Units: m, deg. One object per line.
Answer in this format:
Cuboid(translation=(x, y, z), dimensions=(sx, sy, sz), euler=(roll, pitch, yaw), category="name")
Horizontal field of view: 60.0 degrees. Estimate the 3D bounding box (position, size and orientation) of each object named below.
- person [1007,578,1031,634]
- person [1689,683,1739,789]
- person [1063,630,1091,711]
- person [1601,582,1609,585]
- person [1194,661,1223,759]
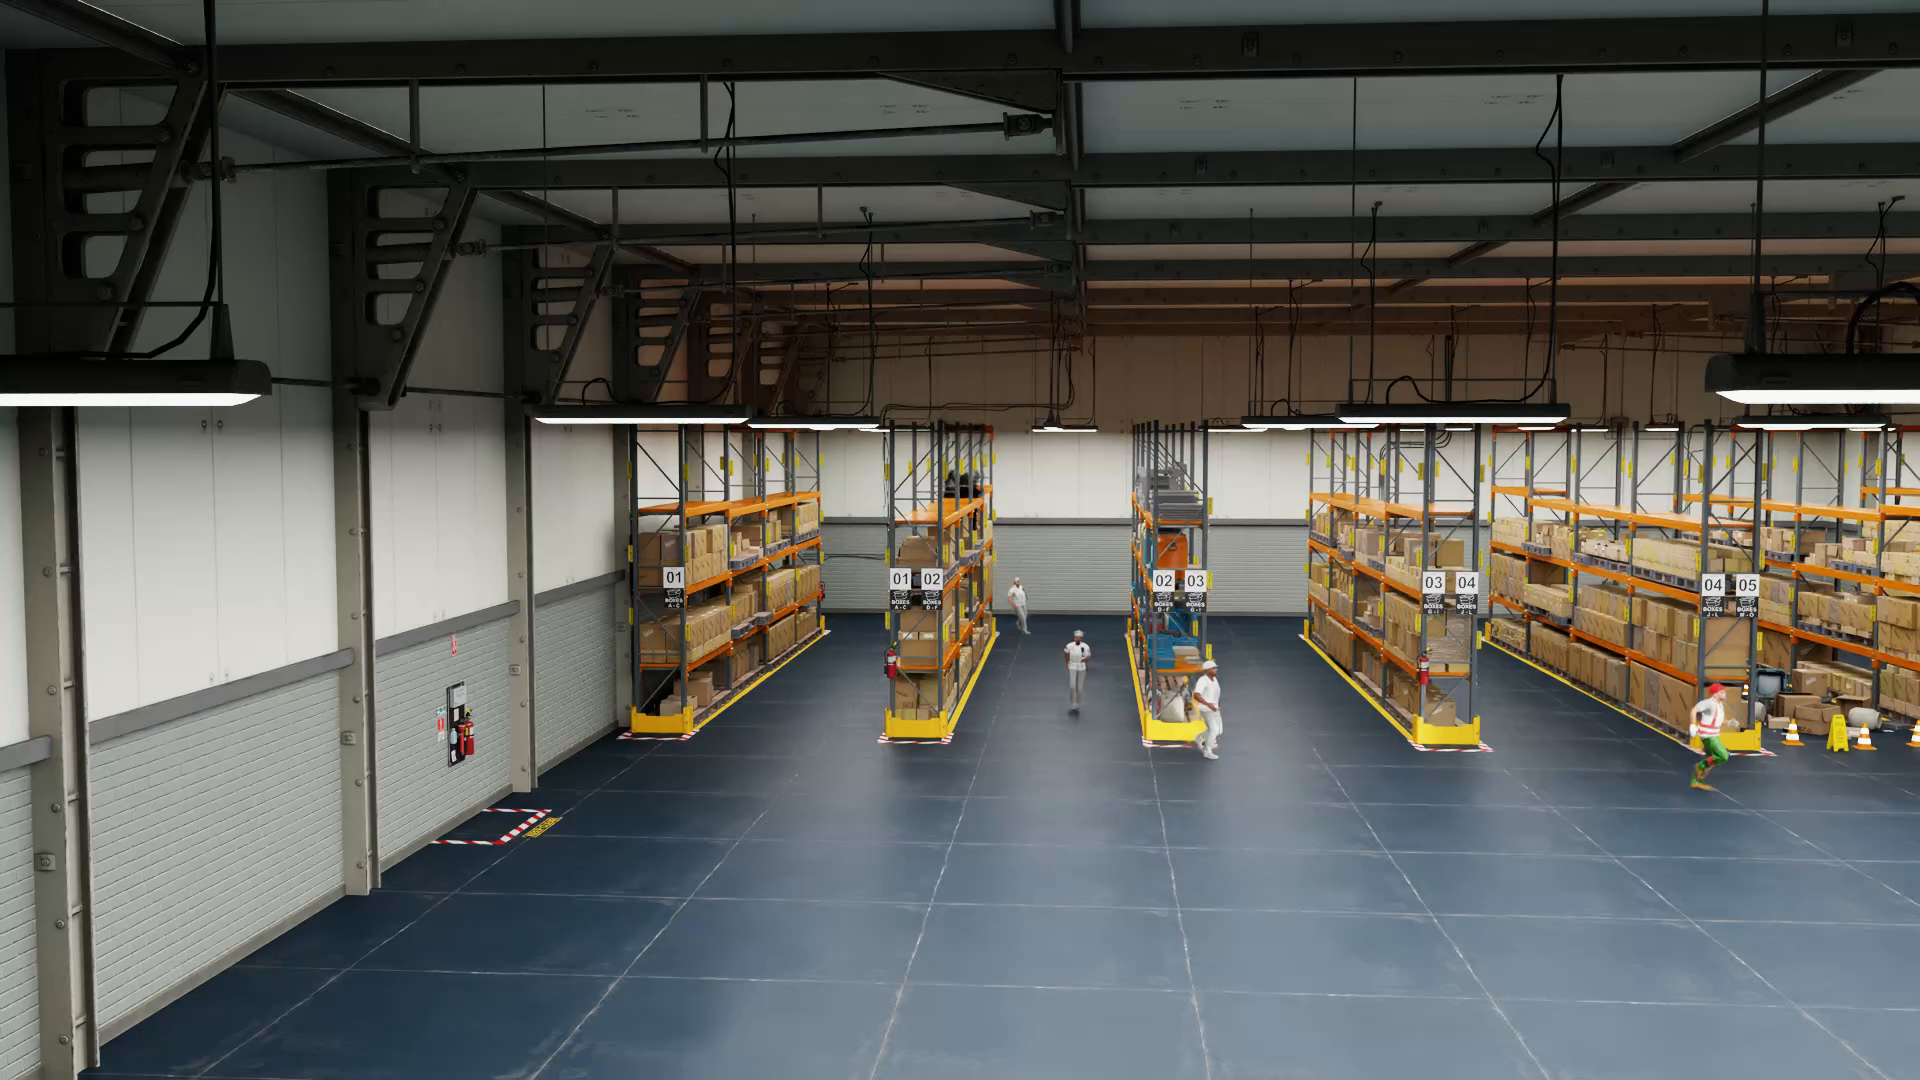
Cuboid(translation=(1.666, 1.888, 47.846), dimensions=(0.685, 1.619, 0.687), euler=(-3, 4, -35), category="person")
Cuboid(translation=(12.113, 3.161, 26.694), dimensions=(0.681, 1.726, 0.709), euler=(4, 5, 45), category="person")
Cuboid(translation=(2.437, 2.706, 34.524), dimensions=(0.565, 1.670, 0.711), euler=(0, 4, 0), category="person")
Cuboid(translation=(18.356, 1.964, 47.260), dimensions=(0.575, 1.572, 0.529), euler=(1, 4, 11), category="person")
Cuboid(translation=(4.366, 2.996, 29.460), dimensions=(0.580, 1.726, 0.722), euler=(2, 4, 34), category="person")
